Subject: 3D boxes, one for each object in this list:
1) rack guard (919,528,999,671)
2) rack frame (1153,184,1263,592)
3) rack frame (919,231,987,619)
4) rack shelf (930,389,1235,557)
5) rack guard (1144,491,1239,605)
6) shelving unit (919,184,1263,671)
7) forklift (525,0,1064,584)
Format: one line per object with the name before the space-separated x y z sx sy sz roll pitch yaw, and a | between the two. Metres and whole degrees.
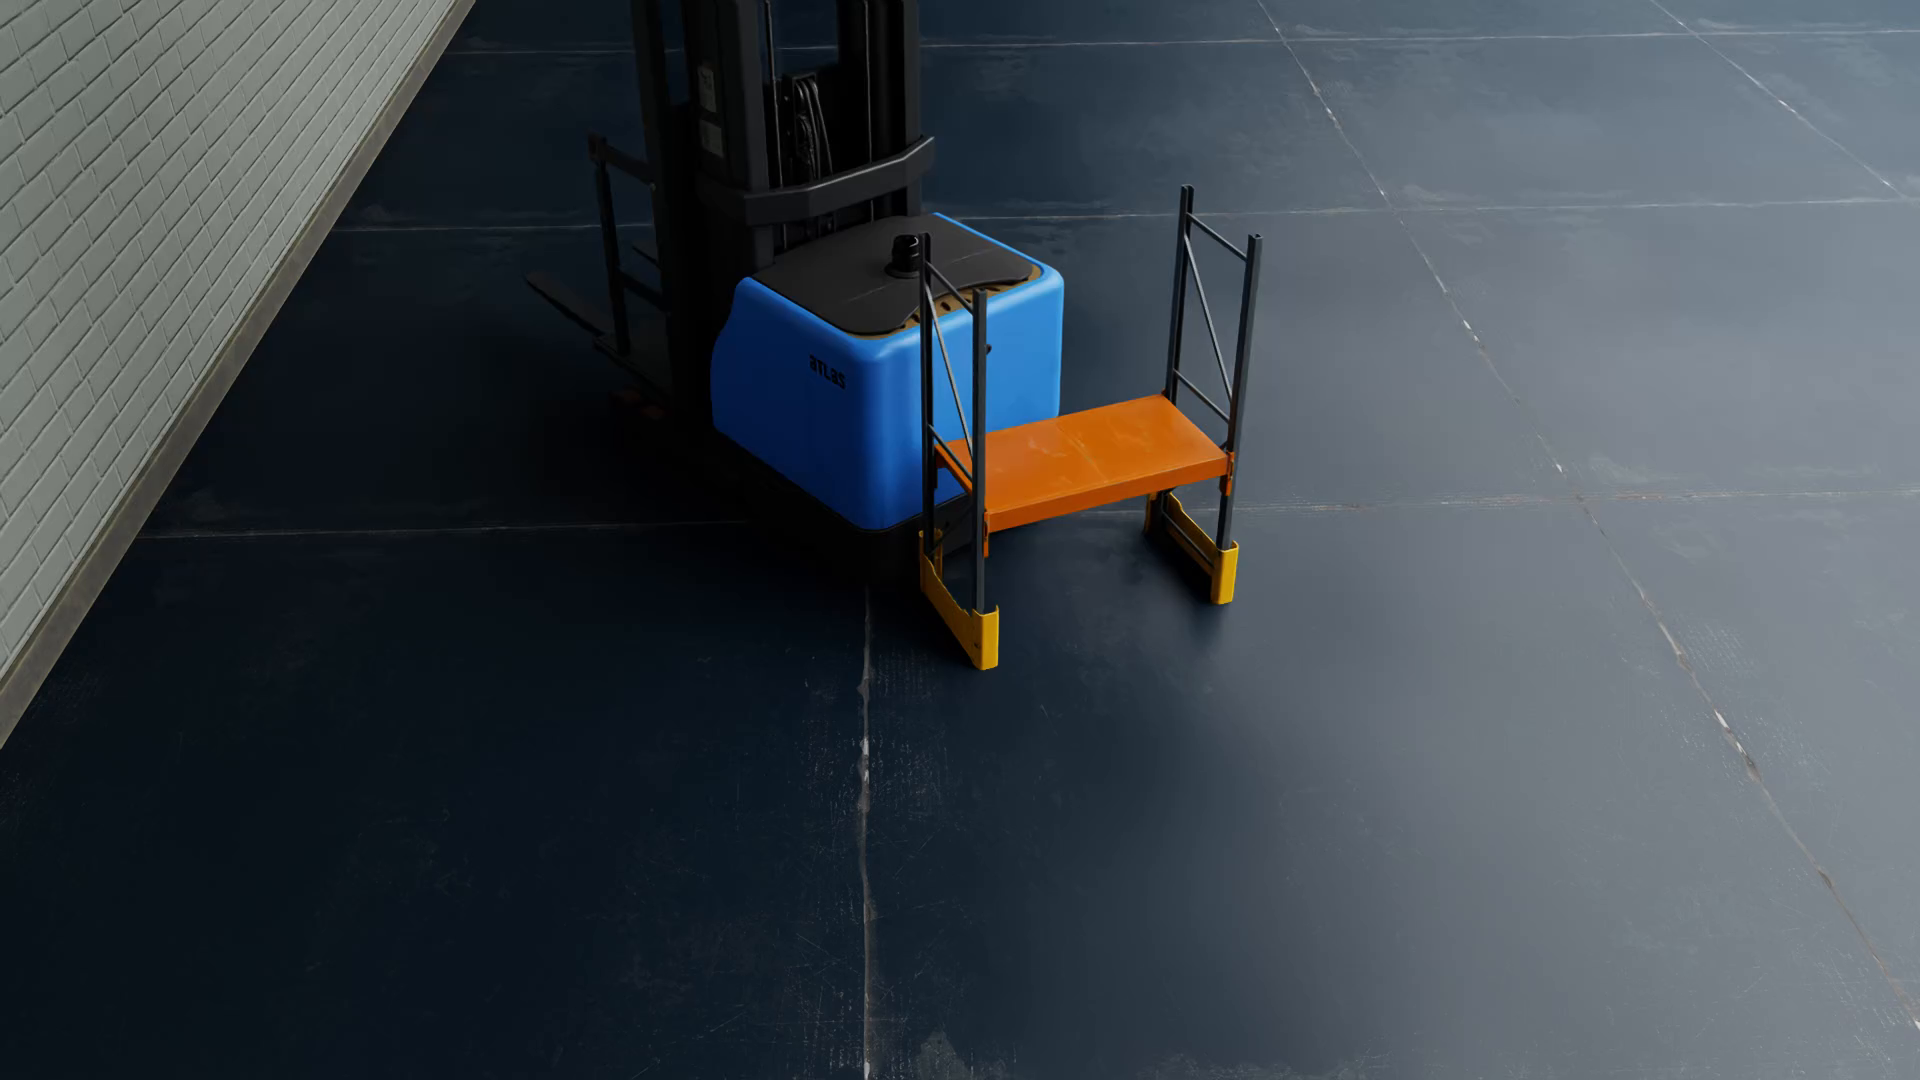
rack guard | -0.009 0.215 6.220 0.087 0.250 0.587 -14 37 -19
rack frame | 0.905 -0.525 6.191 0.032 1.500 0.500 -14 37 -19
rack frame | -0.027 -0.295 5.858 0.032 1.500 0.500 -14 37 -19
rack shelf | 0.439 -0.262 6.127 1.000 0.185 0.538 -14 37 -19
rack guard | 0.904 -0.011 6.547 0.087 0.250 0.587 -14 37 -19
shelving unit | 0.447 -0.412 6.028 1.083 1.500 0.587 -14 37 -19
forklift | -0.925 -1.801 6.777 1.130 2.935 3.031 -26 42 -32
